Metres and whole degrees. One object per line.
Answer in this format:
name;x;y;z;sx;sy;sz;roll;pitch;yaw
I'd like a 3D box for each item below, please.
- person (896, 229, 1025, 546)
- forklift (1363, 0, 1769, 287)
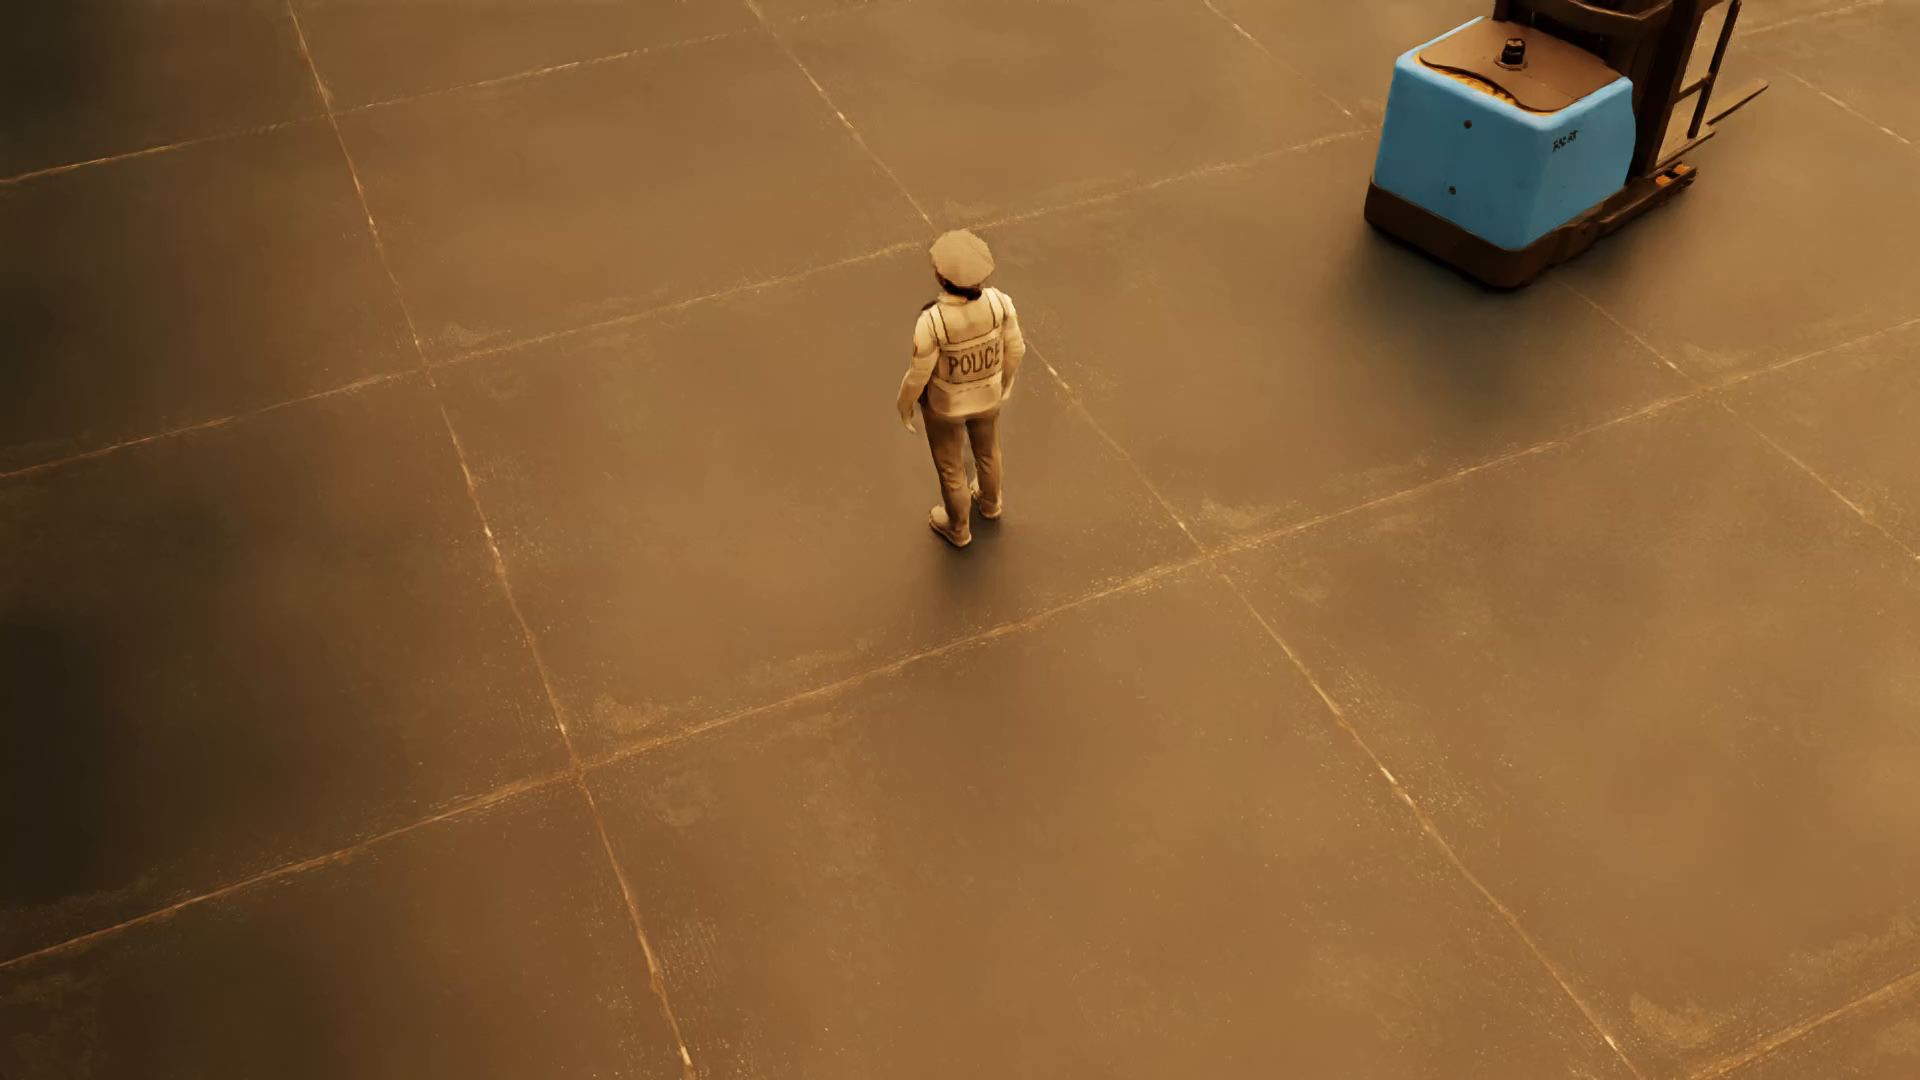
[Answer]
person;-0.022;-0.669;7.292;0.586;1.695;0.533;-18;46;-18
forklift;3.815;-3.335;9.254;3.031;2.935;1.130;-31;51;-29
